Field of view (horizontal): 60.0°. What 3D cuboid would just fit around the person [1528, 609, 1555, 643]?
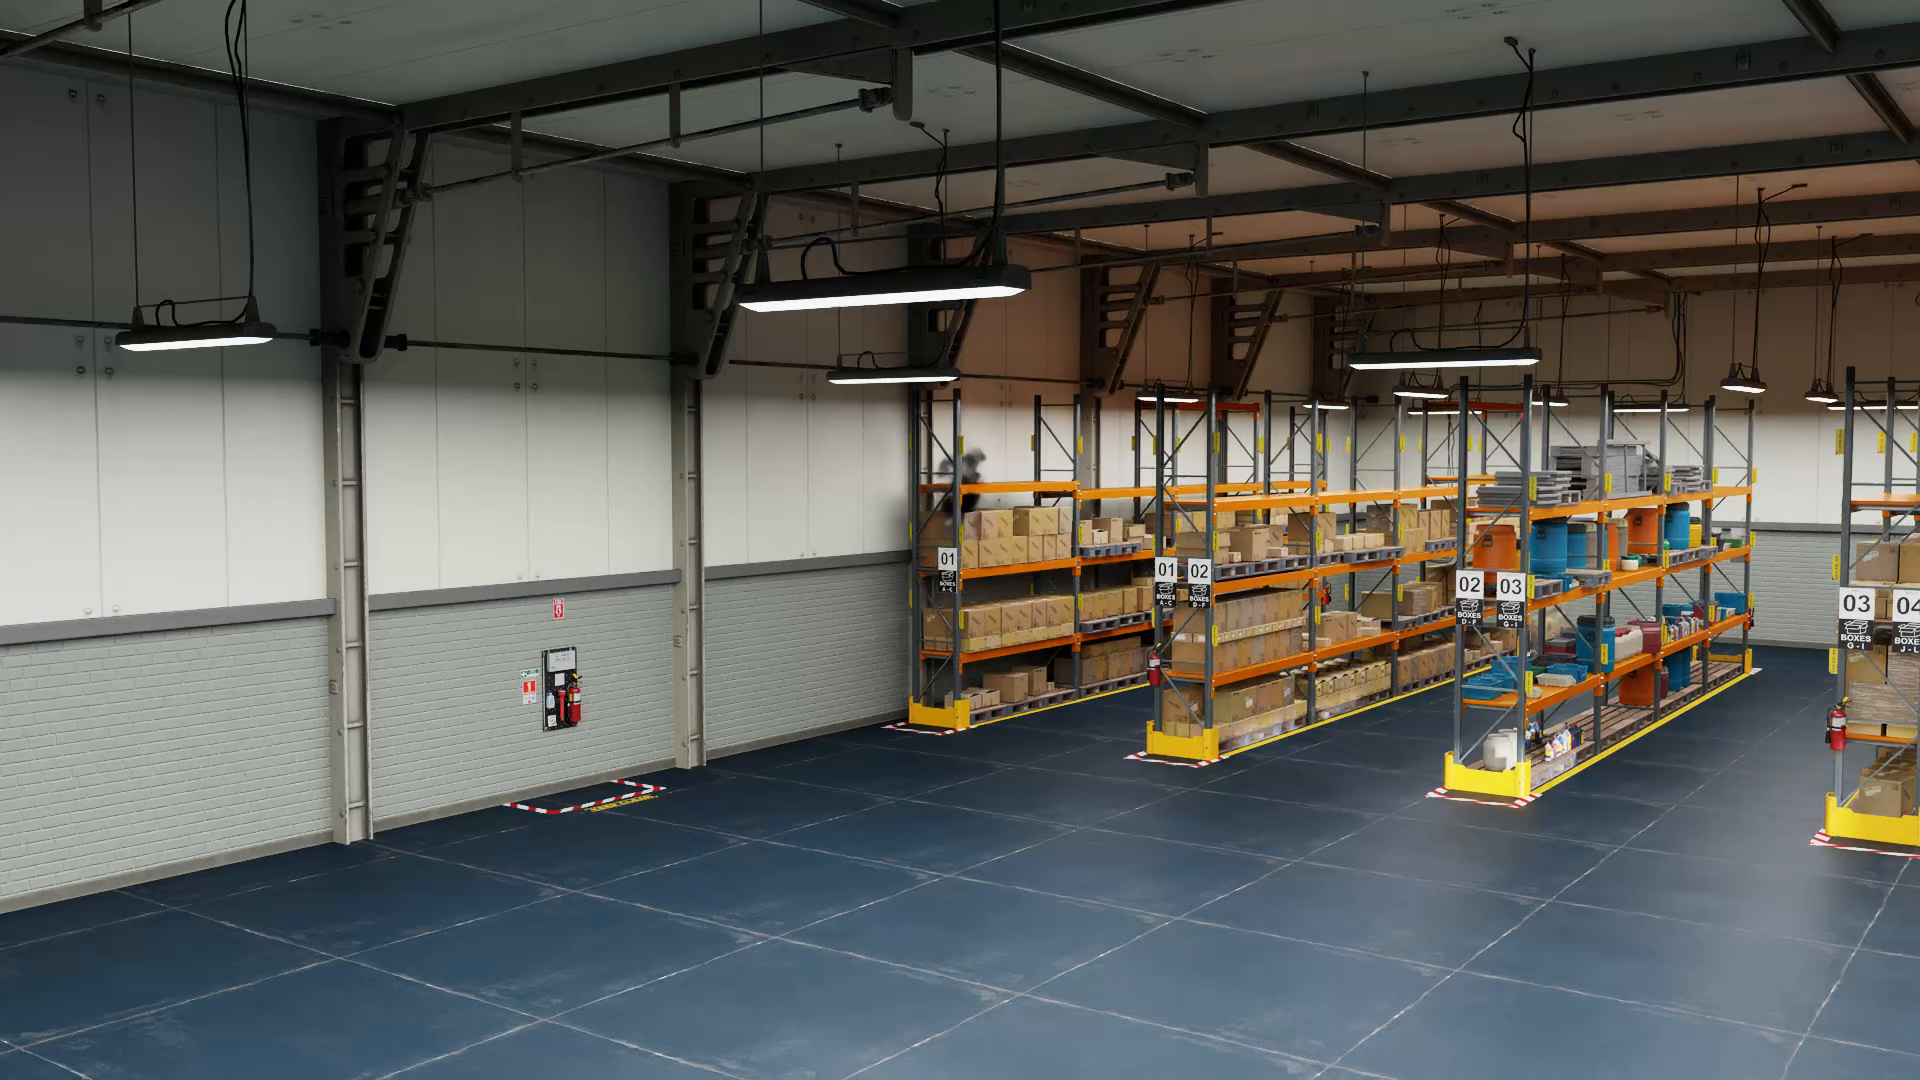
[{"bbox_3d":[12.148,2.195,34.832,0.576,1.693,0.581,1,4,25],"label":"person"}]
